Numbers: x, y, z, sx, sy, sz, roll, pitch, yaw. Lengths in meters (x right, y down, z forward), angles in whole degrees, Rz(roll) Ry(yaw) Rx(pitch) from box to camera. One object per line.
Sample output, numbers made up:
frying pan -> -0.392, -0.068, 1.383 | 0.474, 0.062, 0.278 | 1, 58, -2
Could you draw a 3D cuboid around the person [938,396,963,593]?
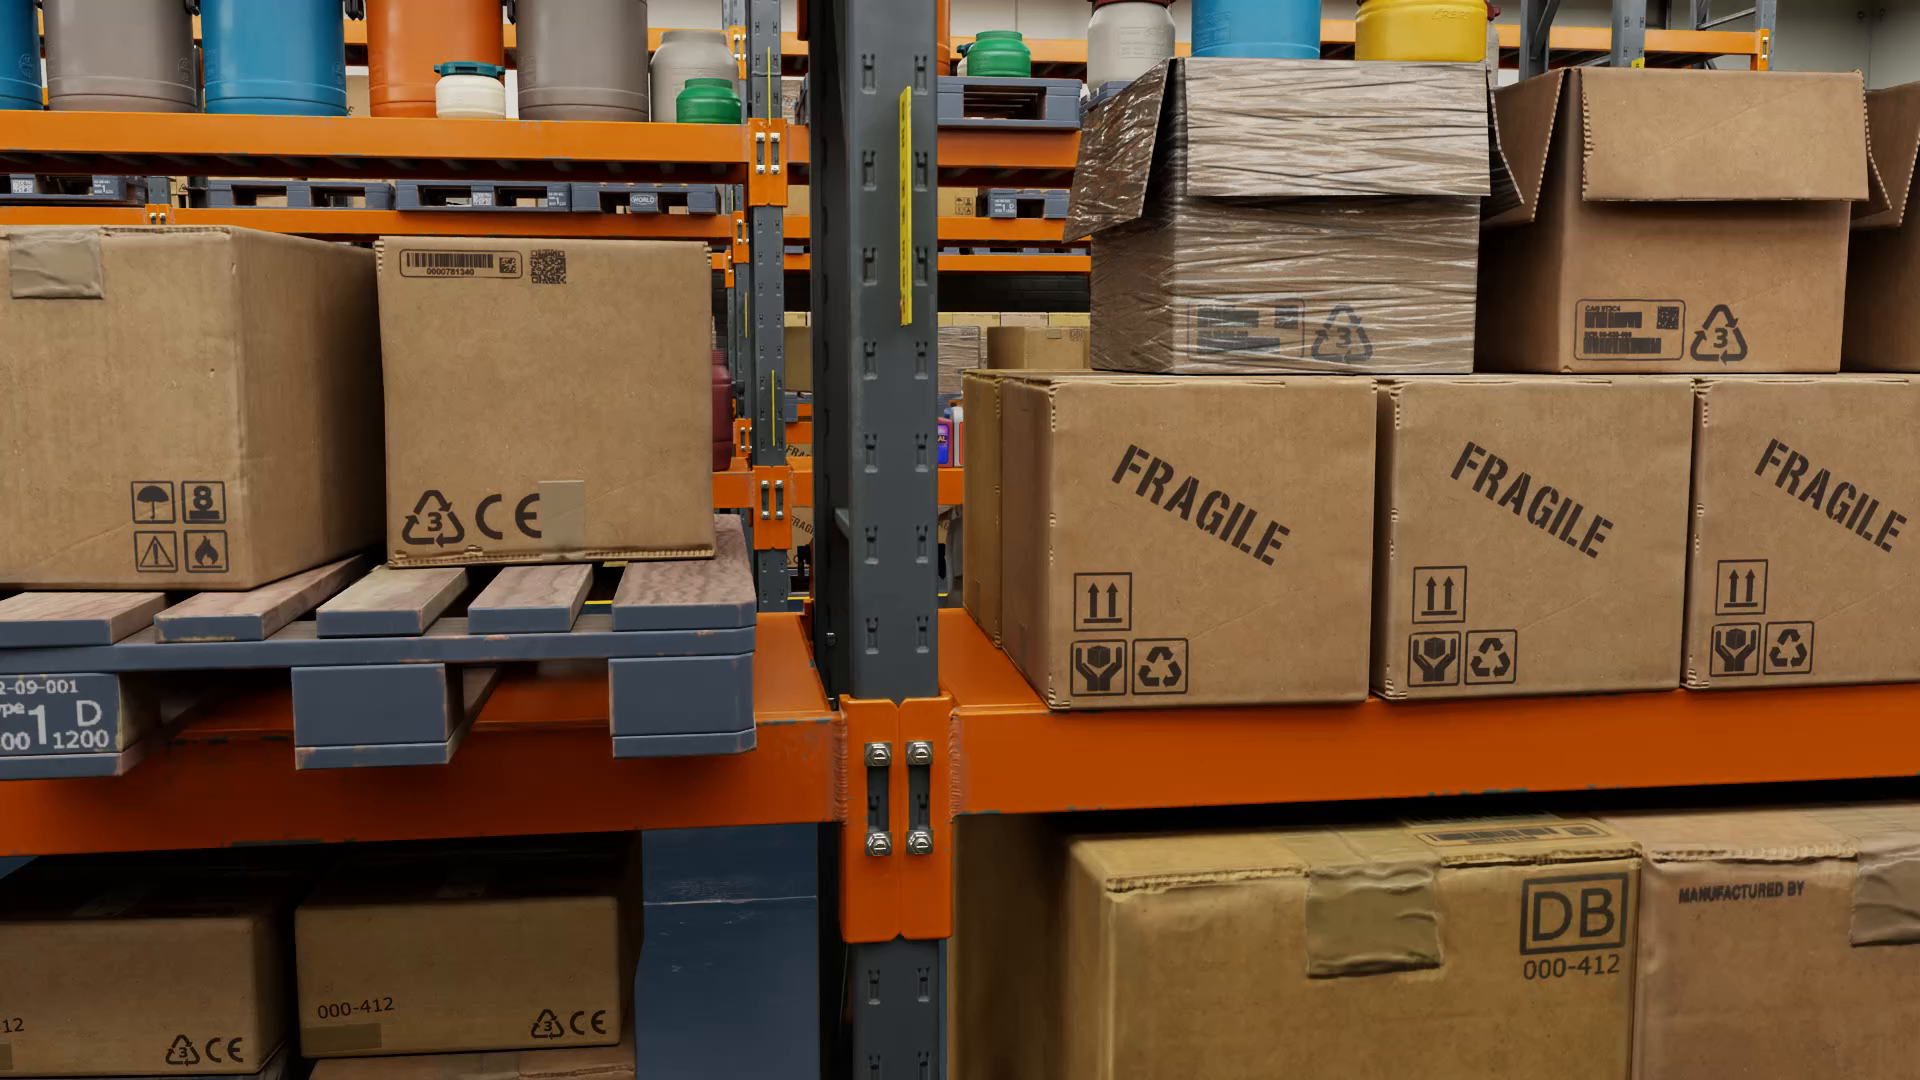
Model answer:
person -> -0.018, -0.071, 9.356 | 0.554, 1.686, 0.459 | -1, 7, -9
